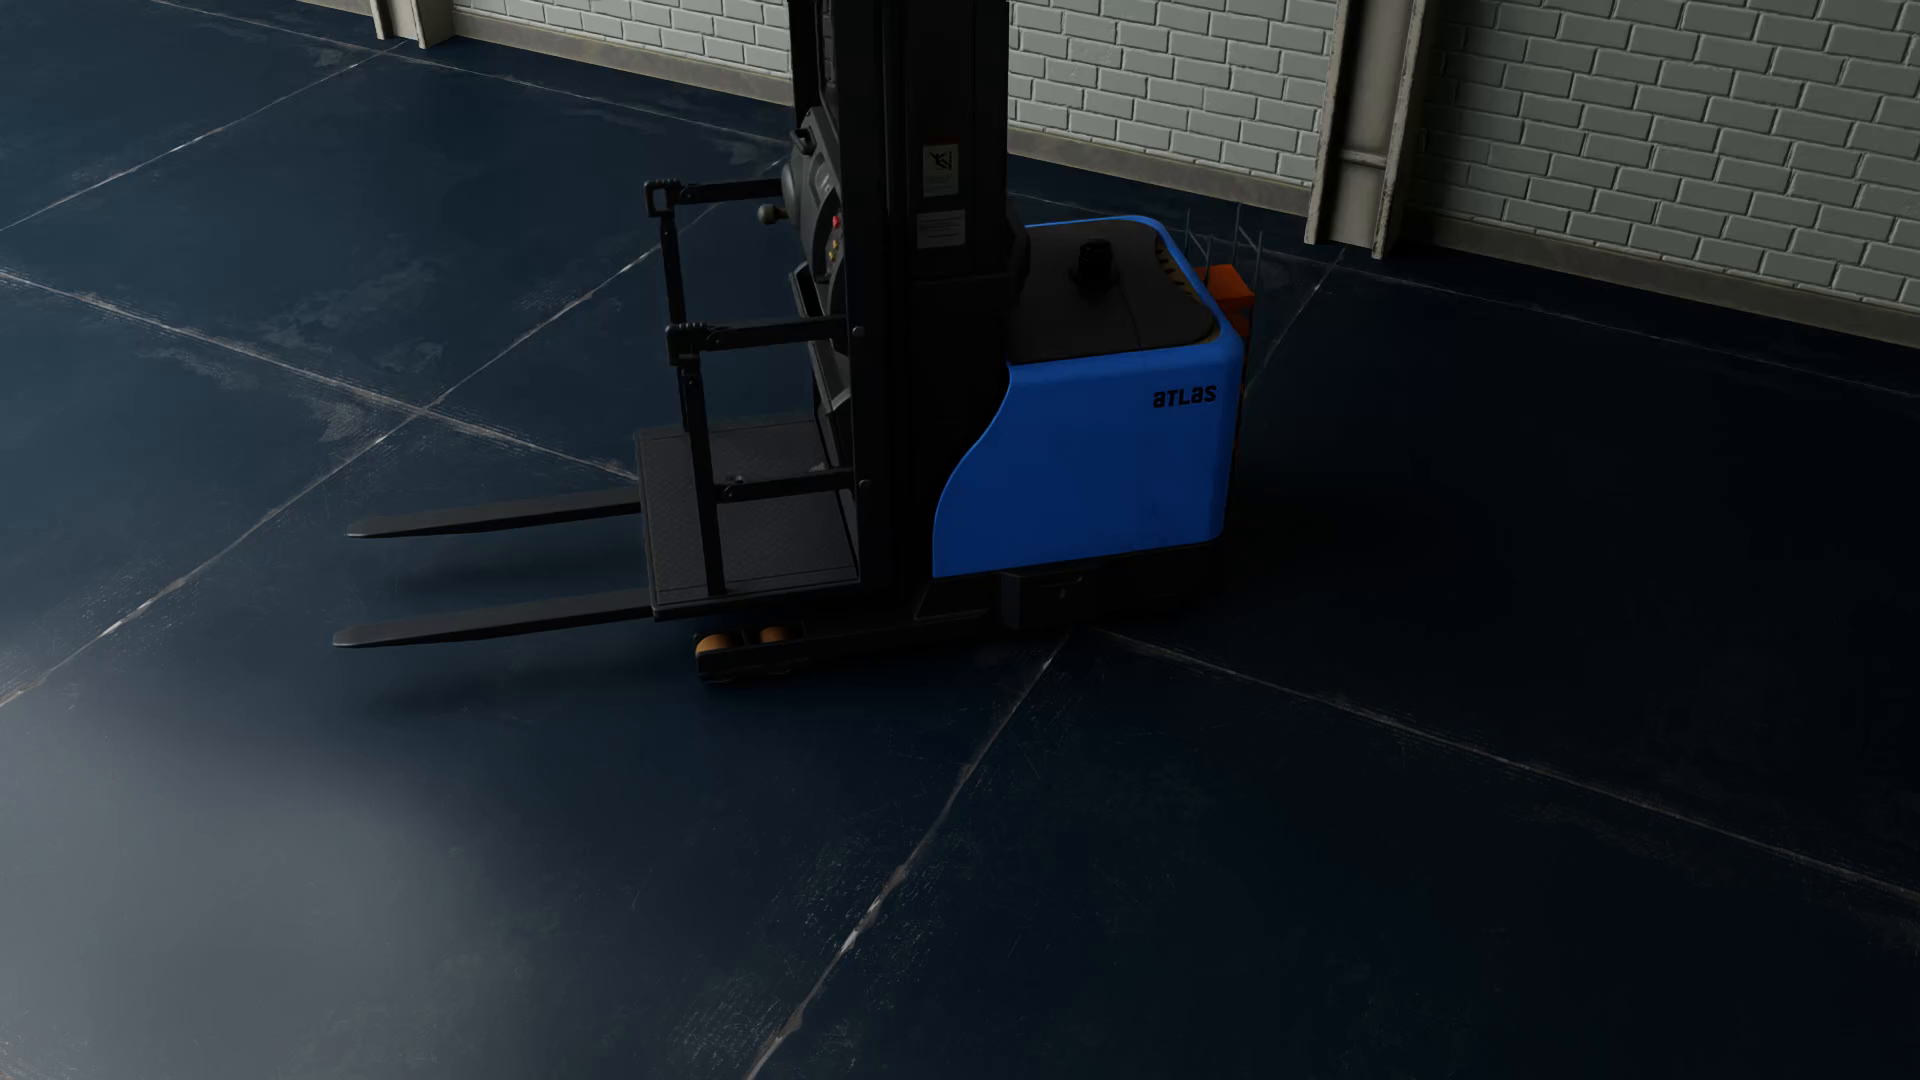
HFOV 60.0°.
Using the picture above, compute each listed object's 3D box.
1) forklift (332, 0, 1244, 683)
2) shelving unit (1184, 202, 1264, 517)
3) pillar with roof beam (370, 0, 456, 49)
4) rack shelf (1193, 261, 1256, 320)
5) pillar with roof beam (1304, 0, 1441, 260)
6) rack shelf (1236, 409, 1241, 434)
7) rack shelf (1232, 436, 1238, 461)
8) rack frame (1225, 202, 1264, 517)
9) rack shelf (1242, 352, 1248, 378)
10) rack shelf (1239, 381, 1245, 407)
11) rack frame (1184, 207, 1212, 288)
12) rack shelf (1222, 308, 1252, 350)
[{"bbox_3d":[-0.640,-1.036,5.190,3.031,2.935,1.130,-7,38,-10],"label":"forklift"},{"bbox_3d":[0.913,-0.624,6.080,0.189,1.200,0.258,-7,38,-10],"label":"shelving unit"},{"bbox_3d":[-5.371,-4.432,4.646,0.400,9.000,9.100,17,41,21],"label":"pillar with roof beam"},{"bbox_3d":[0.913,-0.875,5.889,0.180,0.103,0.258,-7,38,-10],"label":"rack shelf"},{"bbox_3d":[-0.043,-2.763,2.448,0.400,9.000,9.100,17,41,21],"label":"pillar with roof beam"},{"bbox_3d":[0.913,-0.493,6.179,0.180,0.103,0.258,-7,38,-10],"label":"rack shelf"},{"bbox_3d":[0.913,-0.397,6.252,0.180,0.103,0.258,-7,38,-10],"label":"rack shelf"},{"bbox_3d":[1.003,-0.636,6.095,0.006,1.200,0.240,-7,38,-10],"label":"rack frame"},{"bbox_3d":[0.913,-0.684,6.034,0.180,0.103,0.258,-7,38,-10],"label":"rack shelf"},{"bbox_3d":[0.913,-0.589,6.107,0.180,0.103,0.258,-7,38,-10],"label":"rack shelf"},{"bbox_3d":[0.824,-0.612,6.064,0.006,1.200,0.240,-7,38,-10],"label":"rack frame"},{"bbox_3d":[0.913,-0.780,5.961,0.180,0.103,0.258,-7,38,-10],"label":"rack shelf"}]
